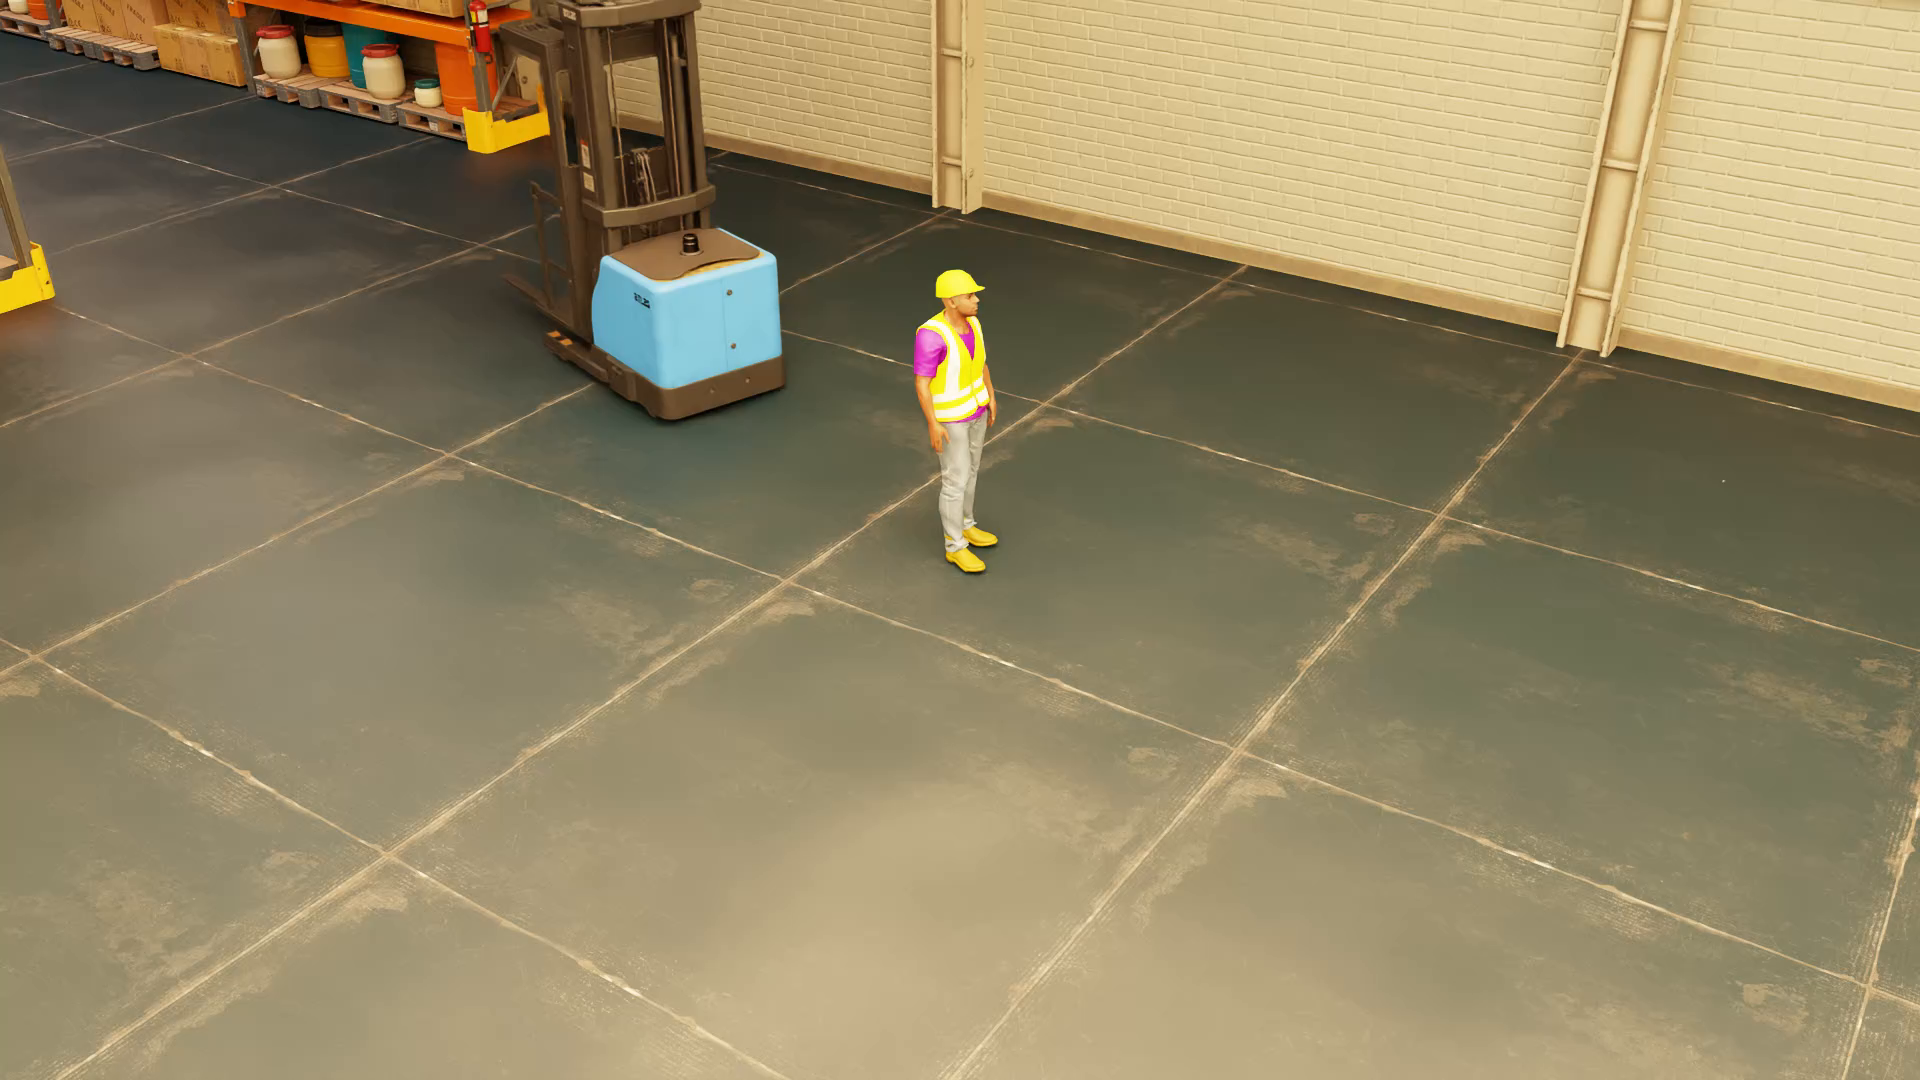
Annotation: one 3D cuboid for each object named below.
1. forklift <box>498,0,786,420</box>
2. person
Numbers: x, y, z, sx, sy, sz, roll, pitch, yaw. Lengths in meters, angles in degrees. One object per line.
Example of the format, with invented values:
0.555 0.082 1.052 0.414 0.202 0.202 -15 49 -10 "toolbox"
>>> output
-2.610 -2.796 12.395 1.130 2.935 3.031 -22 37 -33 "forklift"
0.055 -0.745 10.016 0.575 1.761 0.665 19 35 29 "person"
